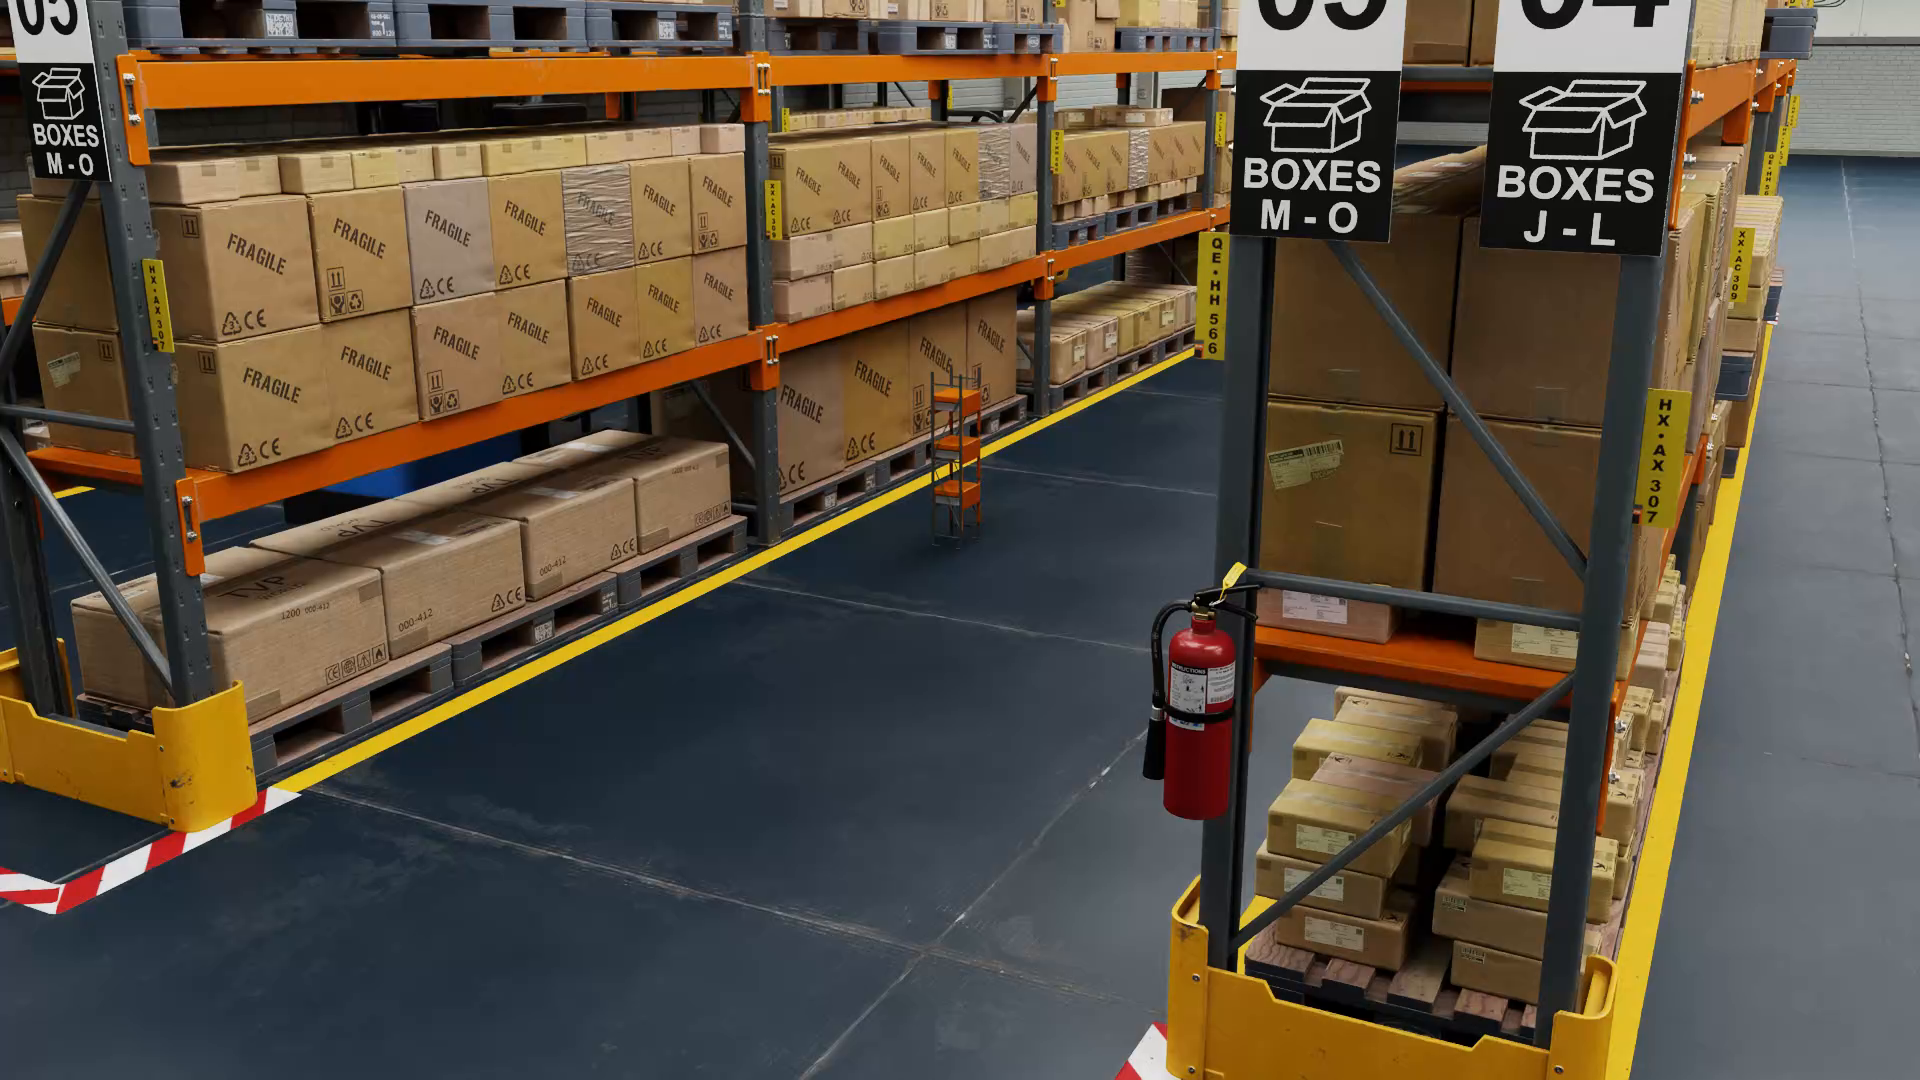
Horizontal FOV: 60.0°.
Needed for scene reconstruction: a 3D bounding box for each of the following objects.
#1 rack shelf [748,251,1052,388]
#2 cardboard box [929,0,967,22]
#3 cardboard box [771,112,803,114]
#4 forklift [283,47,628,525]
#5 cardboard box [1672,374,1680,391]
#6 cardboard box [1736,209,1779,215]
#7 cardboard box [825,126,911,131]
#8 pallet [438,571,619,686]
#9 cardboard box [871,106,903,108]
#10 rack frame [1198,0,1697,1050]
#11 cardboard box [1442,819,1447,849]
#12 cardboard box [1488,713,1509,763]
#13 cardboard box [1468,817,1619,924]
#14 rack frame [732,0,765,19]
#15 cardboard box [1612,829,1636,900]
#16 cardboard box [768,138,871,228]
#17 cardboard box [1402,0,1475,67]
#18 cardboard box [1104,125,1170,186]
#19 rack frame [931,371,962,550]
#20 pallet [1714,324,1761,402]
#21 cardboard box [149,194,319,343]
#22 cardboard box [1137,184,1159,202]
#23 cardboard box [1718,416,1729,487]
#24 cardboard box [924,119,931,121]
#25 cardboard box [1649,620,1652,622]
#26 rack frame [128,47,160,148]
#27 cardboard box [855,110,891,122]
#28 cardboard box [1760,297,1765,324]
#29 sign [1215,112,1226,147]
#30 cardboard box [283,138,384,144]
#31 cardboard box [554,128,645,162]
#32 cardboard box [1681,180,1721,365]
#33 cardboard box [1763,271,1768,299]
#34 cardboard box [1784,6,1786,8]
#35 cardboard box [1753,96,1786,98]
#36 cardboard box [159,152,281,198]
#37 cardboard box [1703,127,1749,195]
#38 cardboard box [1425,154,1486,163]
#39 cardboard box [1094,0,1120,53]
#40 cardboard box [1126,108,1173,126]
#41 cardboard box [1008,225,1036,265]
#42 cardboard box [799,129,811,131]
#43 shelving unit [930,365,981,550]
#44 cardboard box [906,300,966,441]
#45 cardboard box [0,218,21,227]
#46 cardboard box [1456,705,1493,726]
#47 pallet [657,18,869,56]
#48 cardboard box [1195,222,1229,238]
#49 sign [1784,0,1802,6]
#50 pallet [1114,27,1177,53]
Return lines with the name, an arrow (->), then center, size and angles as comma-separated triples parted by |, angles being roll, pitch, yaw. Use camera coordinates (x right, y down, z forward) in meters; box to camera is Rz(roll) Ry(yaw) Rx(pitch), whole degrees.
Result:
rack shelf -> -0.649, -1.630, 11.507 | 1.077, 0.370, 4.000 | 8, 18, 25
cardboard box -> -0.284, -3.686, 10.983 | 0.500, 0.500, 0.500 | 8, 18, 26
cardboard box -> -2.093, -5.018, 19.813 | 0.380, 0.149, 0.250 | 8, 18, 24
forklift -> -3.081, -1.782, 10.876 | 1.130, 2.935, 3.031 | 7, 18, 22
cardboard box -> 1.808, -0.252, 4.906 | 0.500, 0.500, 0.500 | 8, 18, 25
cardboard box -> 4.449, -1.803, 9.487 | 0.380, 0.149, 0.250 | 8, 18, 25
cardboard box -> -0.653, -2.660, 11.778 | 0.500, 0.500, 0.500 | 9, 19, 27
pallet -> -2.497, 0.367, 8.418 | 1.003, 0.211, 1.213 | 8, 18, 25
cardboard box -> -0.964, -5.596, 21.758 | 0.380, 0.149, 0.250 | 8, 18, 24
rack frame -> 1.143, 0.158, 4.226 | 1.000, 3.000, 0.127 | 8, 18, 25
cardboard box -> 1.510, 0.963, 5.783 | 0.380, 0.149, 0.250 | 8, 18, 26
cardboard box -> 2.140, 0.738, 6.019 | 0.380, 0.149, 0.250 | 9, 19, 28
cardboard box -> 1.681, 0.947, 4.791 | 0.380, 0.149, 0.250 | 7, 18, 23
rack frame -> -1.543, -4.341, 8.835 | 1.000, 3.000, 0.127 | 8, 18, 25
cardboard box -> 2.025, 1.038, 5.532 | 0.380, 0.149, 0.250 | 8, 18, 26
cardboard box -> -0.886, -2.201, 10.235 | 0.500, 0.500, 0.500 | 8, 18, 25
cardboard box -> 1.110, -1.358, 4.323 | 0.500, 0.250, 0.500 | 8, 18, 24
cardboard box -> 1.574, -3.491, 15.074 | 0.500, 0.500, 0.500 | 9, 19, 27
rack frame -> -0.078, -0.459, 9.724 | 0.200, 1.050, 0.008 | 8, 18, 25
pallet -> 3.402, -0.945, 8.276 | 1.003, 0.211, 1.213 | 8, 18, 25
cardboard box -> -2.861, -1.060, 6.392 | 0.500, 0.500, 0.500 | 8, 18, 24
cardboard box -> 1.580, -3.160, 15.098 | 0.380, 0.149, 0.250 | 8, 18, 25
cardboard box -> 4.423, -0.551, 10.262 | 0.500, 0.500, 0.500 | 9, 19, 28
cardboard box -> -0.527, -5.387, 21.580 | 0.380, 0.149, 0.250 | 8, 18, 26
cardboard box -> 2.635, 0.333, 6.859 | 0.380, 0.149, 0.250 | 9, 19, 27
rack frame -> -5.985, -2.096, 11.813 | 1.000, 3.000, 0.127 | 8, 18, 25
cardboard box -> -1.075, -5.198, 20.420 | 0.380, 0.149, 0.250 | 8, 19, 26
cardboard box -> 3.865, -1.182, 8.440 | 0.380, 0.149, 0.250 | 8, 18, 26
sign -> 2.530, -3.988, 16.151 | 0.100, 0.325, 0.005 | 8, 18, 25
cardboard box -> -2.828, -1.734, 7.522 | 0.380, 0.149, 0.250 | 9, 19, 27
cardboard box -> -1.828, -2.002, 8.426 | 0.380, 0.149, 0.250 | 8, 18, 25
cardboard box -> 2.054, -0.852, 5.170 | 0.500, 0.500, 0.500 | 8, 18, 24
cardboard box -> 3.747, -1.259, 8.175 | 0.380, 0.149, 0.250 | 9, 19, 27
cardboard box -> 5.462, -3.779, 11.563 | 0.500, 0.250, 0.500 | 9, 19, 27
cardboard box -> 7.437, -3.989, 16.027 | 0.875, 0.550, 0.500 | 8, 18, 25
cardboard box -> -2.870, -1.416, 6.451 | 0.380, 0.149, 0.250 | 9, 19, 27
cardboard box -> 5.152, -2.649, 11.745 | 0.700, 0.500, 0.500 | 8, 18, 25
cardboard box -> 2.040, -1.189, 6.304 | 0.500, 0.500, 0.500 | 8, 19, 26
cardboard box -> 0.901, -4.364, 13.998 | 0.797, 0.503, 0.637 | 8, 18, 25
cardboard box -> 1.731, -3.882, 15.252 | 0.380, 0.149, 0.250 | 8, 18, 24
cardboard box -> 0.251, -2.250, 12.596 | 0.500, 0.250, 0.500 | 7, 18, 23
cardboard box -> -1.918, -4.606, 18.950 | 0.380, 0.149, 0.250 | 9, 19, 27
shelving unit -> -0.024, -0.490, 9.829 | 0.215, 1.050, 0.252 | 8, 18, 25
cardboard box -> -0.541, -1.275, 12.043 | 0.875, 0.875, 0.875 | 8, 18, 26
cardboard box -> -6.448, -2.075, 11.482 | 0.500, 0.250, 0.500 | 8, 18, 25
cardboard box -> 1.779, 0.545, 6.145 | 0.380, 0.149, 0.250 | 7, 18, 24
pallet -> -1.177, -3.051, 10.097 | 0.805, 0.209, 1.217 | 7, 18, 23
cardboard box -> 2.647, -3.197, 17.155 | 0.380, 0.149, 0.250 | 8, 18, 26
sign -> 5.203, -3.496, 10.351 | 0.100, 0.325, 0.005 | 8, 18, 25
pallet -> 1.200, -4.443, 14.775 | 1.213, 0.211, 1.003 | 8, 18, 25
